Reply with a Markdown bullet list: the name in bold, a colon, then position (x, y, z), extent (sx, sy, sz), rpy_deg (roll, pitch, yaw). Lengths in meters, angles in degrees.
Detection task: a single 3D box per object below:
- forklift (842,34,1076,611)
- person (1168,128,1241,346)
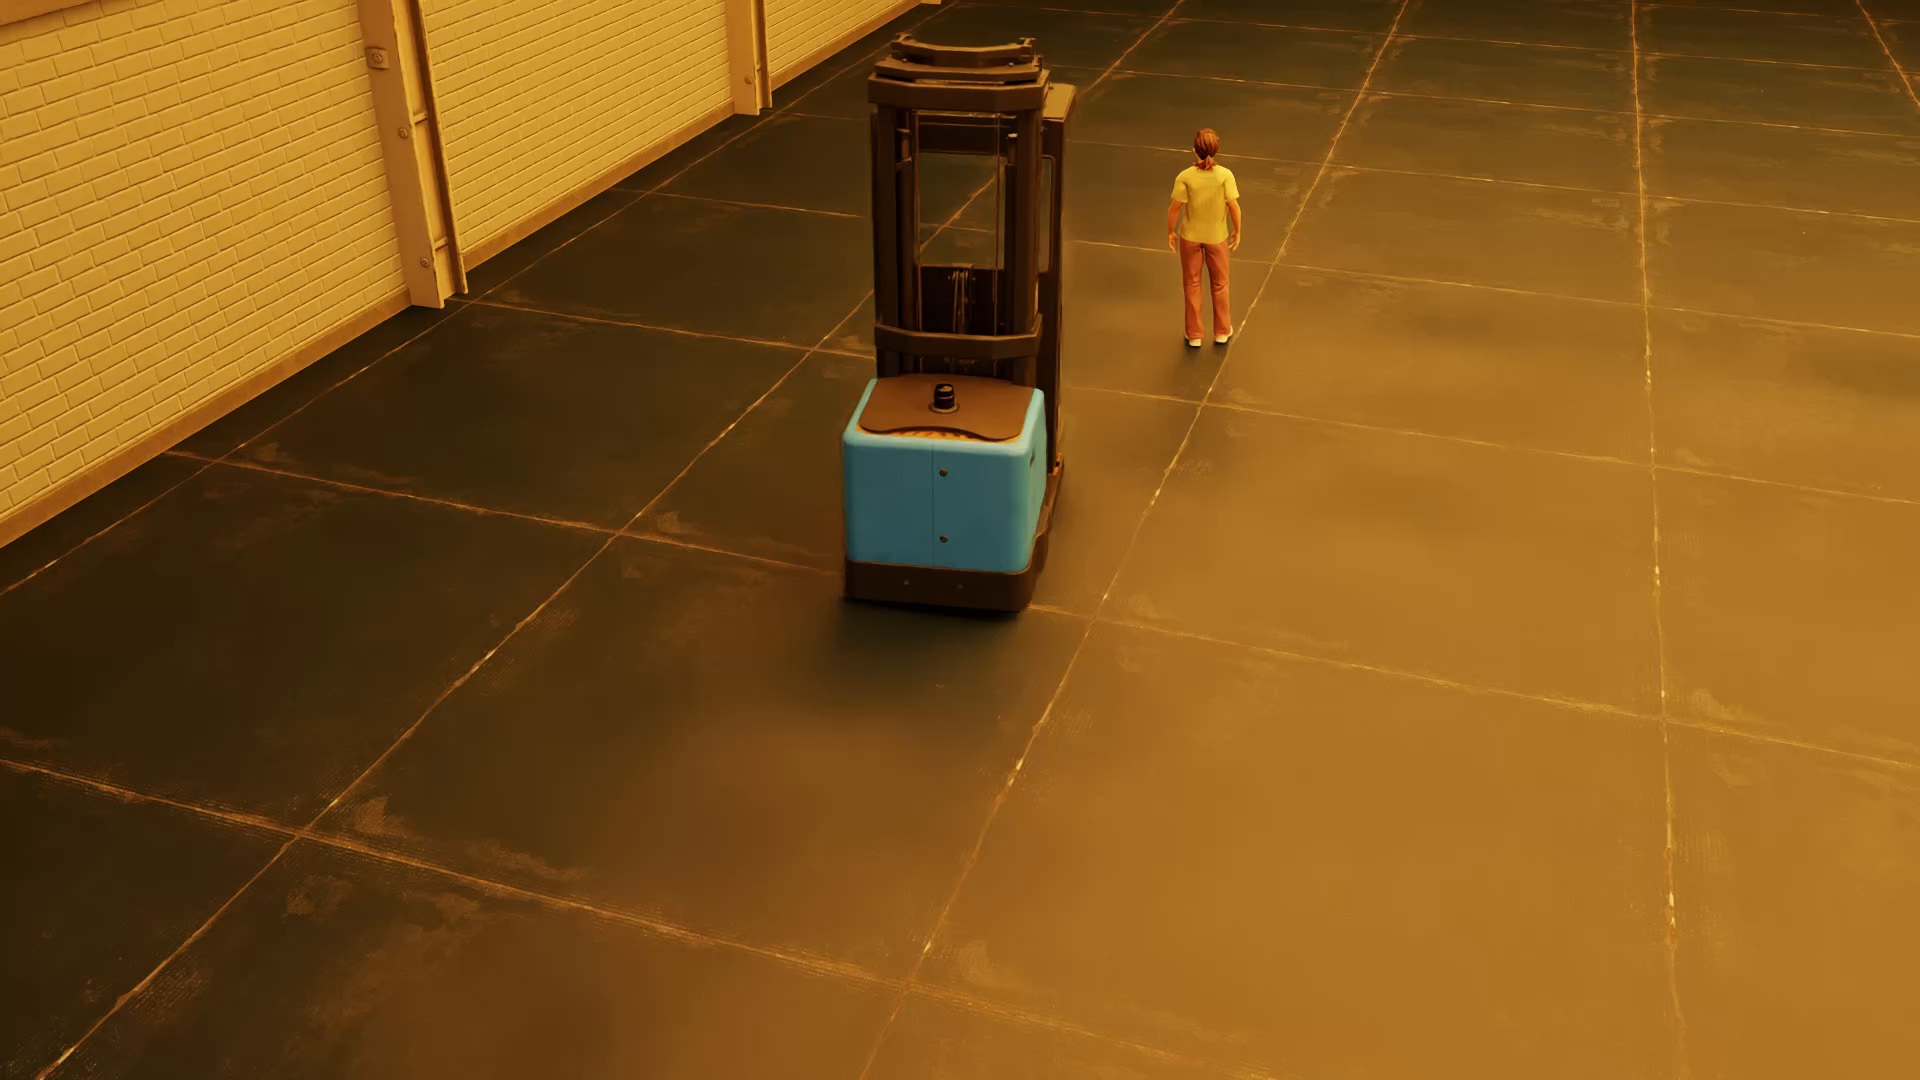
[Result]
- **forklift**: position (0.080, -1.589, 9.923), extent (1.130, 2.935, 3.031), rpy_deg (4, 30, 8)
- **person**: position (1.813, -2.254, 12.347), extent (0.548, 1.676, 0.544), rpy_deg (5, 30, 8)
